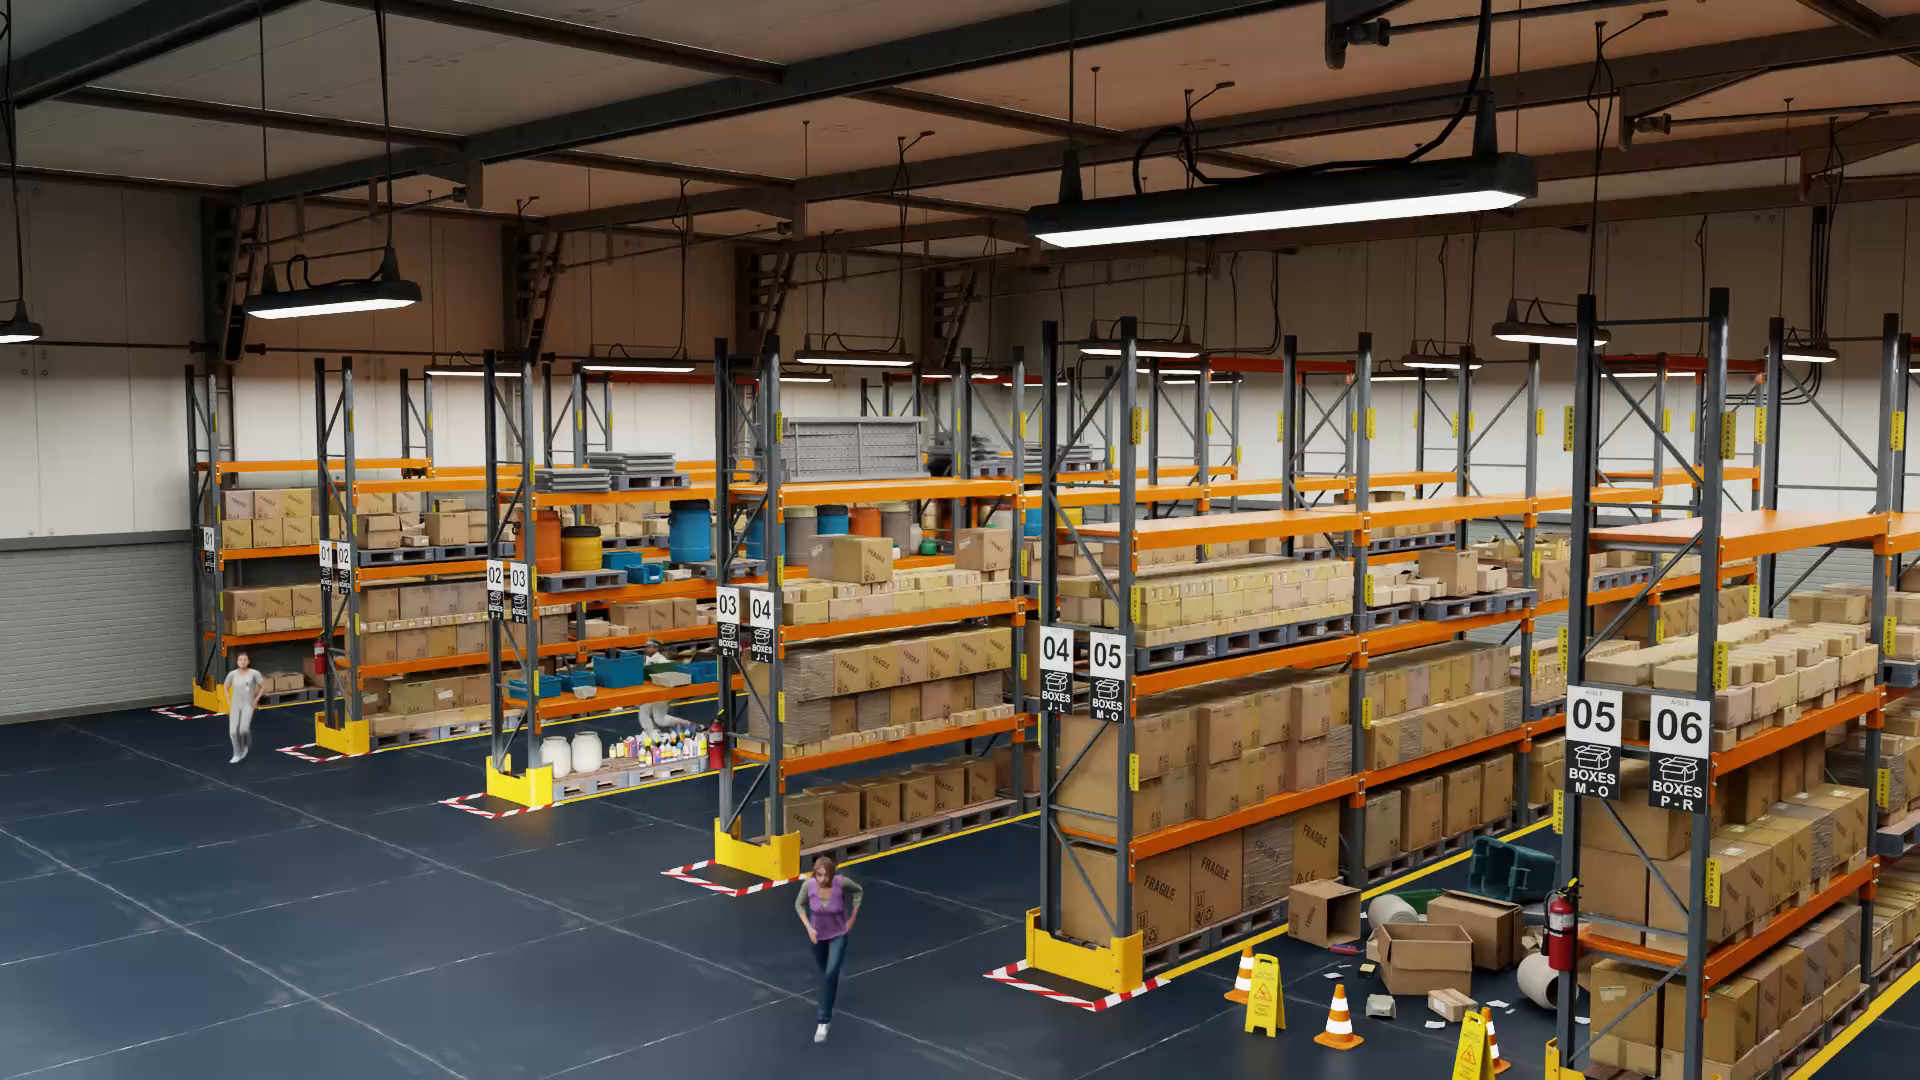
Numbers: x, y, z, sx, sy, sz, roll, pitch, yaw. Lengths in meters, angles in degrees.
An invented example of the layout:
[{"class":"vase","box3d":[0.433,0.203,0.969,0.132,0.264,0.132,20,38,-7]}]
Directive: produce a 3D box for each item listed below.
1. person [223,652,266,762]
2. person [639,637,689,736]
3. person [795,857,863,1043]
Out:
[{"class":"person","box3d":[-10.593,2.475,24.553,0.572,1.635,0.520,-1,4,-8]},{"class":"person","box3d":[-4.611,2.344,25.613,0.849,1.756,0.648,-4,6,-41]},{"class":"person","box3d":[-1.101,3.348,14.044,0.569,1.547,0.913,0,4,-2]}]
